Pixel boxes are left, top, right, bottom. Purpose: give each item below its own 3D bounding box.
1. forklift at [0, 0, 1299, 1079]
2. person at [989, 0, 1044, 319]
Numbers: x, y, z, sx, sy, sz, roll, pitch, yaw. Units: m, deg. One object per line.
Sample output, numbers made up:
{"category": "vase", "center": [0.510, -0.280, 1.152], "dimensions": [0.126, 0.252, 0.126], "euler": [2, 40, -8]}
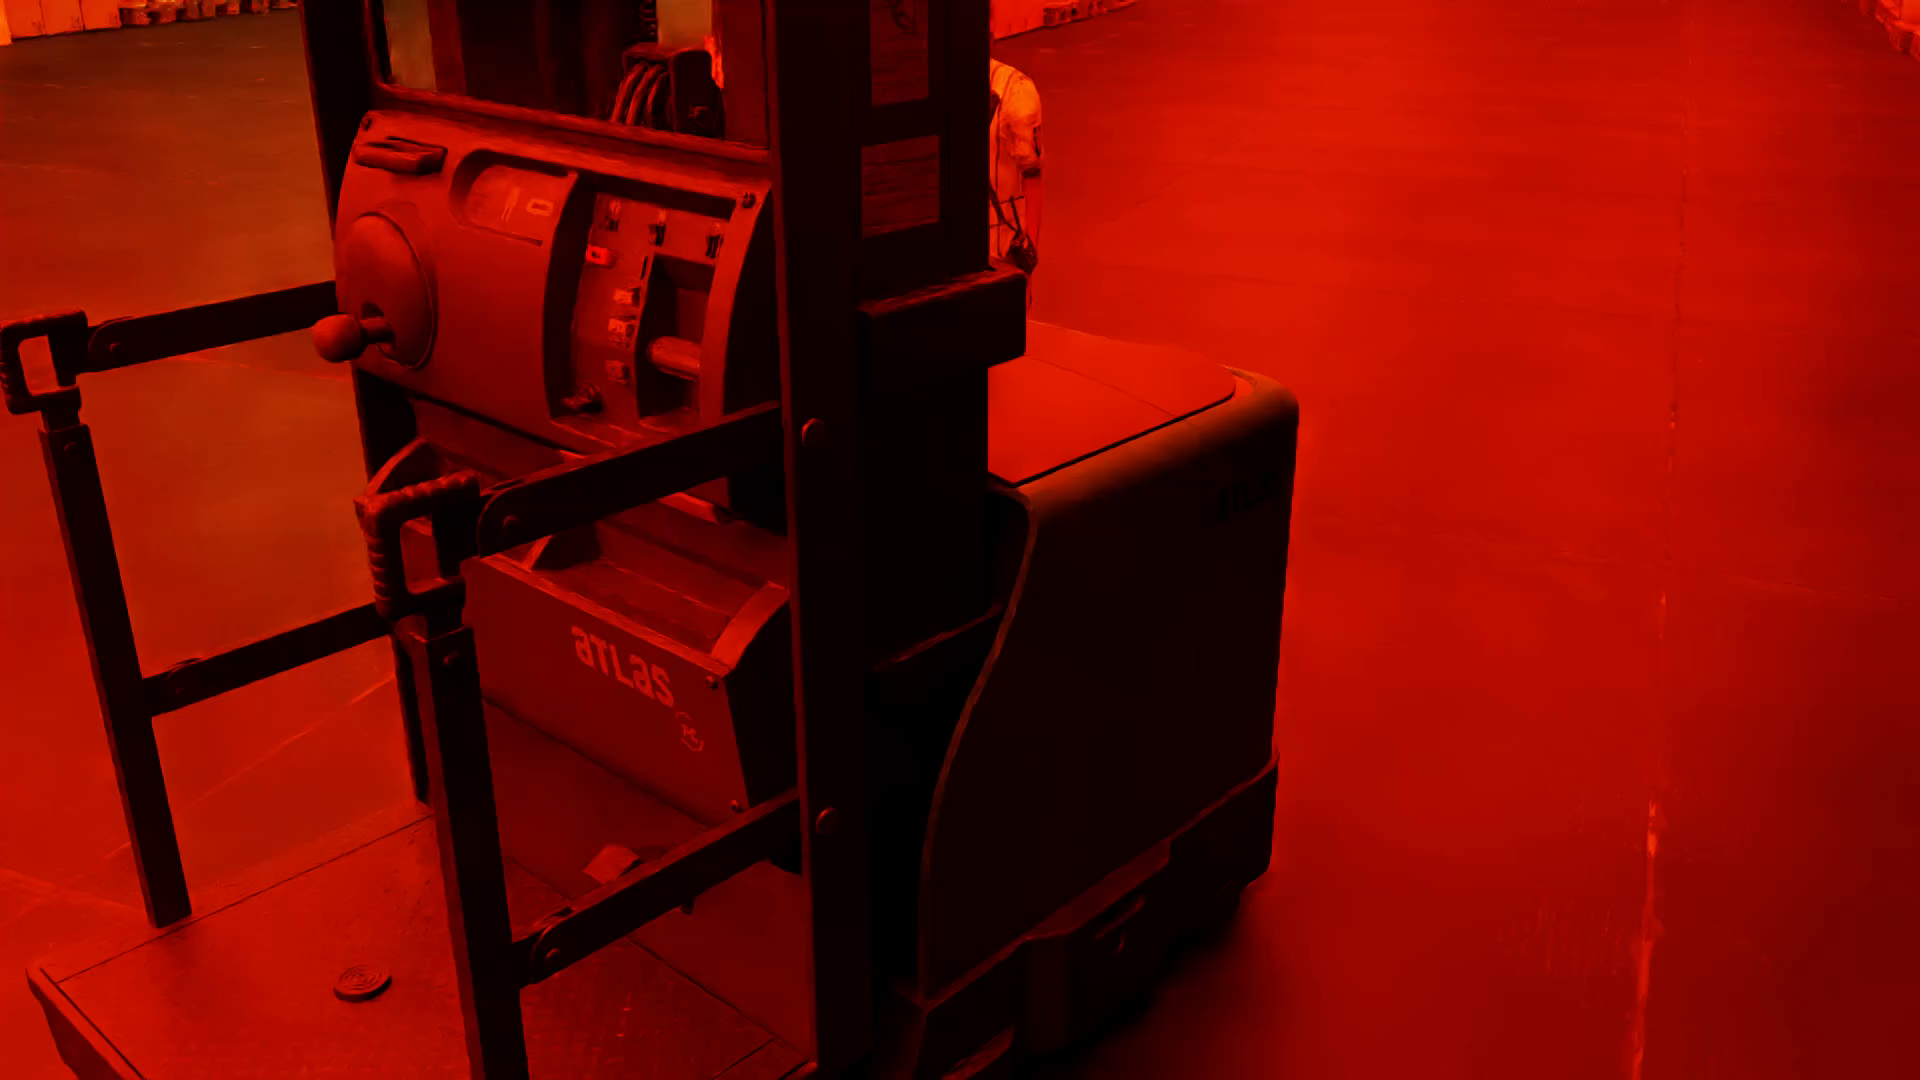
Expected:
{"category": "forklift", "center": [-0.736, -0.355, 2.141], "dimensions": [1.130, 2.935, 3.031], "euler": [19, 29, 38]}
{"category": "person", "center": [-0.012, -0.761, 4.761], "dimensions": [0.482, 1.669, 0.390], "euler": [9, 24, 21]}
